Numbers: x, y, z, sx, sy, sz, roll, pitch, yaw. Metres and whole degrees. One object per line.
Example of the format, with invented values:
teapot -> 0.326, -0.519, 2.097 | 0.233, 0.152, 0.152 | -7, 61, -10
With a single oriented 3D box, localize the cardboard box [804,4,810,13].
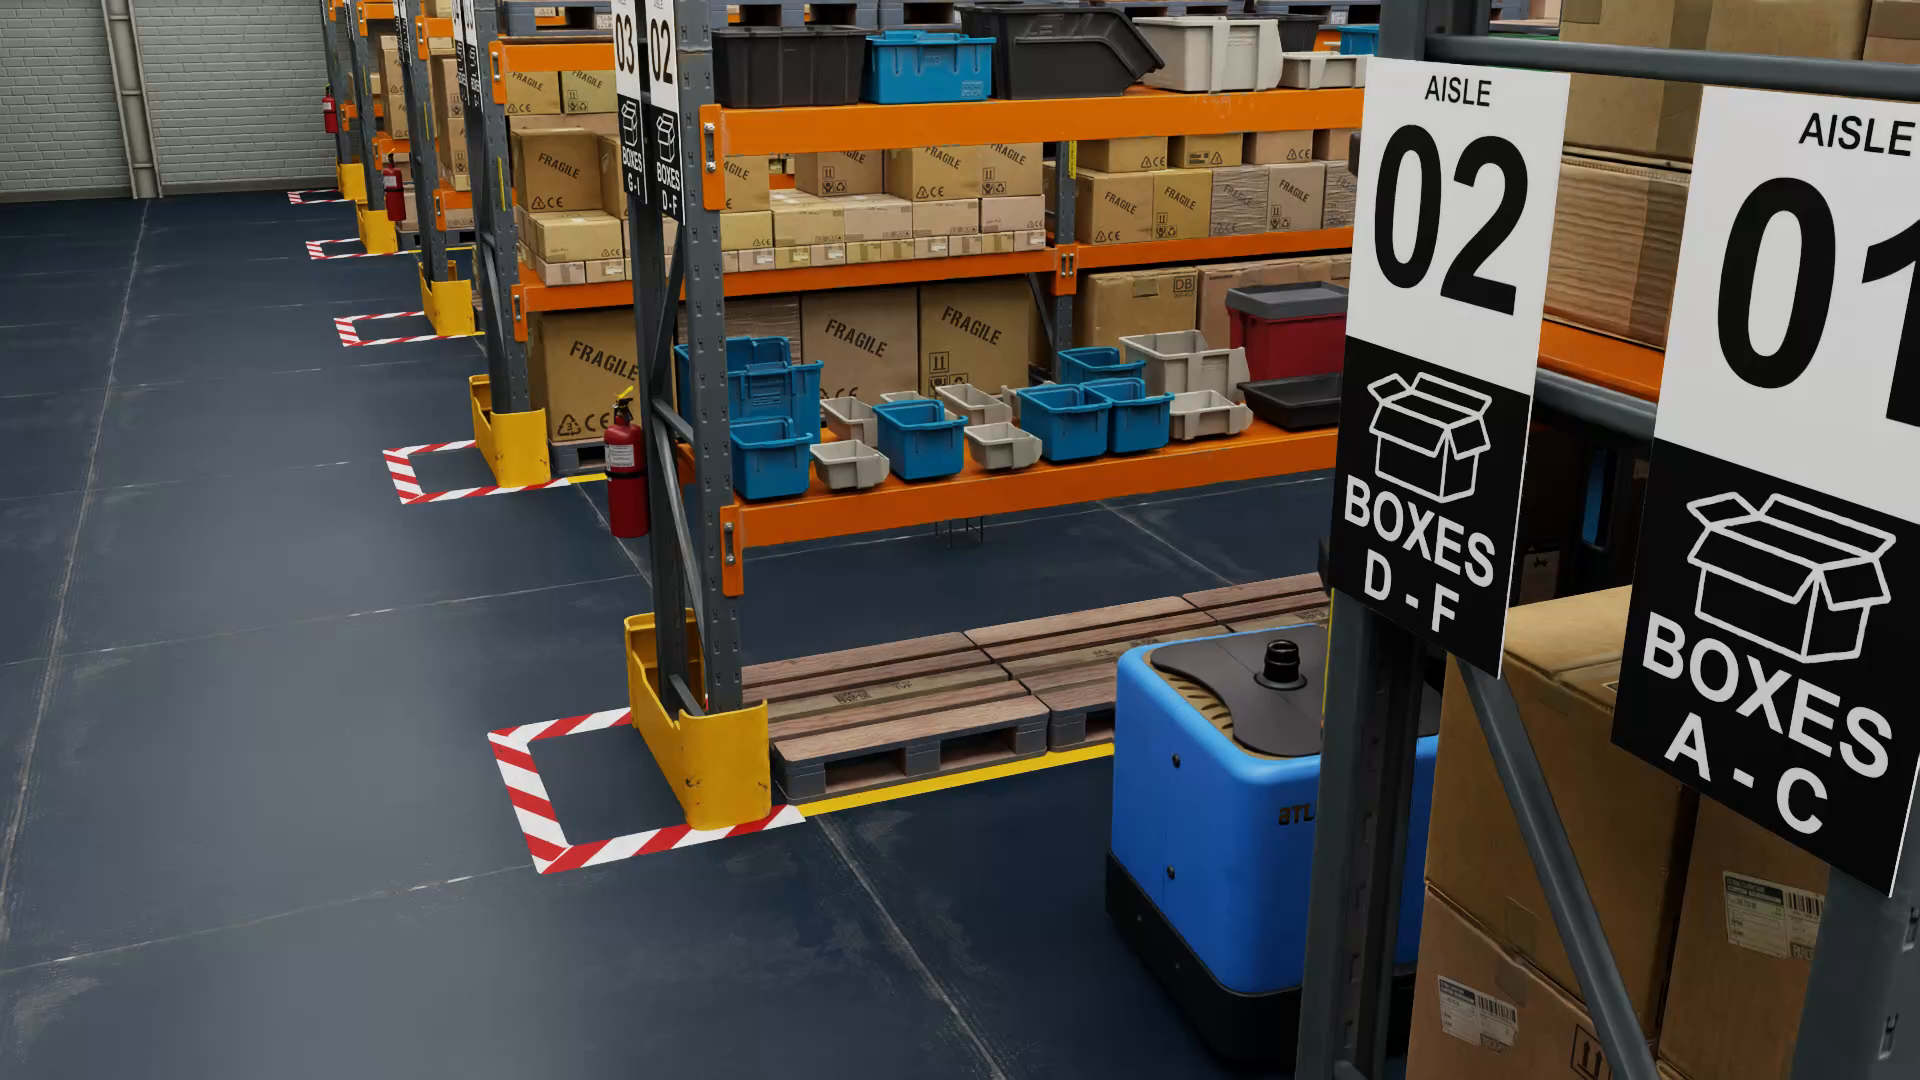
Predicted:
cardboard box -> -1.630, -5.204, 15.994 | 0.500, 0.250, 0.500 | -8, 21, -21

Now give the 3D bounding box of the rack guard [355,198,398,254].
rack guard -> -7.035, -3.794, 20.046 | 0.348, 0.500, 1.175 | -8, 21, -22

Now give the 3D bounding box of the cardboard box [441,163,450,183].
cardboard box -> -4.772, -3.491, 15.798 | 0.250, 0.149, 0.380 | -8, 21, -22

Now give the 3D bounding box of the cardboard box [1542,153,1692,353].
cardboard box -> 1.200, -0.425, 2.422 | 0.500, 0.250, 0.500 | -8, 21, -22

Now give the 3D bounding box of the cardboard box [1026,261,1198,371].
cardboard box -> 1.165, -1.767, 13.091 | 0.875, 0.875, 1.225 | -8, 21, -22

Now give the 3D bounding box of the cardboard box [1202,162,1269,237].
cardboard box -> 2.027, -2.644, 12.865 | 0.500, 0.500, 0.500 | -9, 21, -23

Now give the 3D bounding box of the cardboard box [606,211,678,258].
cardboard box -> -2.065, -2.075, 11.178 | 0.500, 0.250, 0.500 | -8, 21, -23

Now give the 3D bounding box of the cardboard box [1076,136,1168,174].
cardboard box -> 1.168, -3.088, 12.614 | 0.637, 0.503, 0.797 | -9, 21, -23

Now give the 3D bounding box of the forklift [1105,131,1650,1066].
forklift -> 2.099, -0.003, 5.616 | 3.031, 2.935, 1.130 | -6, 20, -17

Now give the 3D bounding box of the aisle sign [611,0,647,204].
aisle sign -> -1.308, -1.750, 6.562 | 0.004, 0.787, 0.394 | -8, 21, -22

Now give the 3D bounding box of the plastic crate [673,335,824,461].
plastic crate -> -0.892, -0.590, 7.038 | 0.499, 0.435, 0.616 | -8, 21, -22

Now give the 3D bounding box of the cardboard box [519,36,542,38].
cardboard box -> -5.137, -5.955, 19.785 | 0.250, 0.149, 0.380 | -9, 21, -23

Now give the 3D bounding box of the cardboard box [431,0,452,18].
cardboard box -> -4.446, -4.806, 14.863 | 0.500, 0.250, 0.500 | -7, 21, -20

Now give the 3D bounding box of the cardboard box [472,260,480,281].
cardboard box -> -4.588, -2.631, 16.189 | 0.250, 0.149, 0.380 | -9, 21, -23

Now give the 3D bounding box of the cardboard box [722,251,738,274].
cardboard box -> -1.688, -1.918, 11.331 | 0.250, 0.149, 0.380 | -9, 21, -23

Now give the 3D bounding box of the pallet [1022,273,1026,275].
pallet -> 0.549, -2.956, 18.099 | 1.213, 0.211, 1.003 | -8, 21, -22

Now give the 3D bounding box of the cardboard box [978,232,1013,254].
cardboard box -> 0.198, -2.188, 12.099 | 0.250, 0.149, 0.380 | -8, 21, -21

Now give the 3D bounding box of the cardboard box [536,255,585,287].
cardboard box -> -2.631, -1.782, 10.945 | 0.250, 0.149, 0.380 | -8, 21, -21

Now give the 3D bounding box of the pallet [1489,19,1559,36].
pallet -> 3.228, -2.429, 8.172 | 1.003, 0.211, 1.213 | -8, 21, -22

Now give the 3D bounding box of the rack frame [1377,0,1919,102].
rack frame -> 0.833, -1.763, 1.479 | 0.127, 3.000, 1.000 | -8, 21, -22

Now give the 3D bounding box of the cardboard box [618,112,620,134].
cardboard box -> -3.036, -3.850, 15.842 | 0.500, 0.500, 0.500 | -9, 21, -23

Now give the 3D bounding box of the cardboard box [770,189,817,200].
cardboard box -> -1.338, -2.372, 12.021 | 0.500, 0.250, 0.500 | -8, 21, -22

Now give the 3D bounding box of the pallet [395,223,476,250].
pallet -> -6.310, -3.790, 20.469 | 1.213, 0.211, 1.003 | -8, 21, -22

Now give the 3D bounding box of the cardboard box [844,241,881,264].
cardboard box -> -0.745, -2.053, 11.715 | 0.250, 0.149, 0.380 | -9, 21, -23

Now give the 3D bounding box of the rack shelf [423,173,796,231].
rack shelf -> -3.123, -3.404, 16.257 | 4.000, 0.370, 1.077 | -8, 21, -22

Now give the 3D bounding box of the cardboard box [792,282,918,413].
cardboard box -> -0.879, -1.496, 12.321 | 0.875, 0.875, 0.875 | -8, 21, -22

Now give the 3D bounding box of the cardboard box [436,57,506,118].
cardboard box -> -4.442, -4.118, 15.096 | 0.500, 0.500, 0.500 | -8, 21, -22

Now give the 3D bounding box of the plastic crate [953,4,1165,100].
plastic crate -> 0.386, -1.947, 6.612 | 0.767, 0.338, 0.504 | -8, 21, -22

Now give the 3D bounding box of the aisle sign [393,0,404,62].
aisle sign -> -5.145, -4.788, 15.191 | 0.004, 0.787, 0.394 | -8, 21, -22

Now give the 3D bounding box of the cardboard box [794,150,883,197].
cardboard box -> -0.887, -2.787, 12.069 | 0.500, 0.500, 0.500 | -9, 21, -24

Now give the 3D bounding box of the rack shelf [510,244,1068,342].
rack shelf -> -1.251, -1.878, 11.923 | 4.000, 0.370, 1.077 | -8, 21, -22

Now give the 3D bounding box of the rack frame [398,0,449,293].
rack frame -> -4.960, -3.480, 15.390 | 0.127, 3.000, 1.000 | -8, 21, -22

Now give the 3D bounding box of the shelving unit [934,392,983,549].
shelving unit -> -0.007, -0.423, 9.870 | 0.210, 0.900, 0.258 | -8, 21, -22

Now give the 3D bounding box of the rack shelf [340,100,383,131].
rack shelf -> -7.146, -6.414, 24.804 | 4.000, 0.370, 1.077 | -8, 21, -22

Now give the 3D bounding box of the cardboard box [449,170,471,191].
cardboard box -> -4.532, -3.305, 15.269 | 0.250, 0.149, 0.380 | -8, 21, -22

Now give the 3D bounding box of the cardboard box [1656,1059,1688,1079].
cardboard box -> 1.345, 1.042, 2.396 | 0.500, 0.500, 0.500 | -8, 21, -21

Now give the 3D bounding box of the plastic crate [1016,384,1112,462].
plastic crate -> 0.440, -0.499, 7.084 | 0.300, 0.233, 0.416 | -8, 21, -22

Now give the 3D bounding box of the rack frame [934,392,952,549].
rack frame -> -0.101, -0.410, 9.832 | 0.006, 0.900, 0.240 | -8, 21, -22

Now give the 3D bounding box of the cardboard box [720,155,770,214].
cardboard box -> -1.608, -2.494, 11.239 | 0.500, 0.500, 0.500 | -9, 21, -23

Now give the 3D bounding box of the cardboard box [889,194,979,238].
cardboard box -> -0.191, -2.343, 11.939 | 0.500, 0.250, 0.500 | -7, 21, -20

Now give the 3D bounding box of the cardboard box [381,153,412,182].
cardboard box -> -8.383, -5.562, 24.428 | 0.637, 0.503, 0.797 | -9, 21, -24

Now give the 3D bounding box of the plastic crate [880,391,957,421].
plastic crate -> -0.177, -0.544, 7.358 | 0.243, 0.136, 0.396 | -8, 21, -22

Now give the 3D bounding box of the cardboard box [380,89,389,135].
cardboard box -> -6.675, -5.168, 20.032 | 0.500, 0.500, 0.500 | -8, 21, -22

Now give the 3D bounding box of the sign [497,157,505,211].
sign -> -2.873, -2.230, 10.417 | 0.005, 0.325, 0.100 | -8, 21, -22

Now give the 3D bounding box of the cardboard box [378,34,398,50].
cardboard box -> -6.577, -5.764, 19.242 | 0.250, 0.149, 0.380 | -8, 21, -21

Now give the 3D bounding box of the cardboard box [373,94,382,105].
cardboard box -> -8.357, -6.378, 23.999 | 0.250, 0.149, 0.380 | -8, 21, -21

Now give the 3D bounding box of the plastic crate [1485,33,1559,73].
plastic crate -> 2.278, -2.137, 7.378 | 0.662, 0.188, 0.450 | -8, 21, -22

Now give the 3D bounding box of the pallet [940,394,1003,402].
pallet -> -0.144, -1.089, 12.798 | 1.213, 0.211, 1.003 | -8, 21, -22

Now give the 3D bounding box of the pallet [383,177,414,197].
pallet -> -8.181, -5.289, 24.727 | 1.213, 0.211, 1.003 | -8, 21, -22

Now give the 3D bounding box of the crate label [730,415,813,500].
crate label -> -0.769, -0.326, 6.592 | 0.303, 0.233, 0.416 | -8, 21, -22

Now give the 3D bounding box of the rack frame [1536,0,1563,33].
rack frame -> 2.547, -3.800, 7.265 | 0.127, 3.000, 1.000 | -8, 21, -22

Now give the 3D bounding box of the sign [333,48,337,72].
sign -> -8.768, -6.733, 23.323 | 0.005, 0.325, 0.100 | -8, 21, -22

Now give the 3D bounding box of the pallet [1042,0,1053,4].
pallet -> 0.273, -5.519, 16.946 | 1.003, 0.211, 1.213 | -8, 21, -22

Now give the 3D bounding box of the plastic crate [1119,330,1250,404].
plastic crate -> 1.072, -0.798, 7.860 | 0.530, 0.282, 0.437 | -8, 21, -22

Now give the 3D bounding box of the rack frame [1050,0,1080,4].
rack frame -> 0.585, -5.310, 11.555 | 0.127, 3.000, 1.000 | -8, 21, -22
